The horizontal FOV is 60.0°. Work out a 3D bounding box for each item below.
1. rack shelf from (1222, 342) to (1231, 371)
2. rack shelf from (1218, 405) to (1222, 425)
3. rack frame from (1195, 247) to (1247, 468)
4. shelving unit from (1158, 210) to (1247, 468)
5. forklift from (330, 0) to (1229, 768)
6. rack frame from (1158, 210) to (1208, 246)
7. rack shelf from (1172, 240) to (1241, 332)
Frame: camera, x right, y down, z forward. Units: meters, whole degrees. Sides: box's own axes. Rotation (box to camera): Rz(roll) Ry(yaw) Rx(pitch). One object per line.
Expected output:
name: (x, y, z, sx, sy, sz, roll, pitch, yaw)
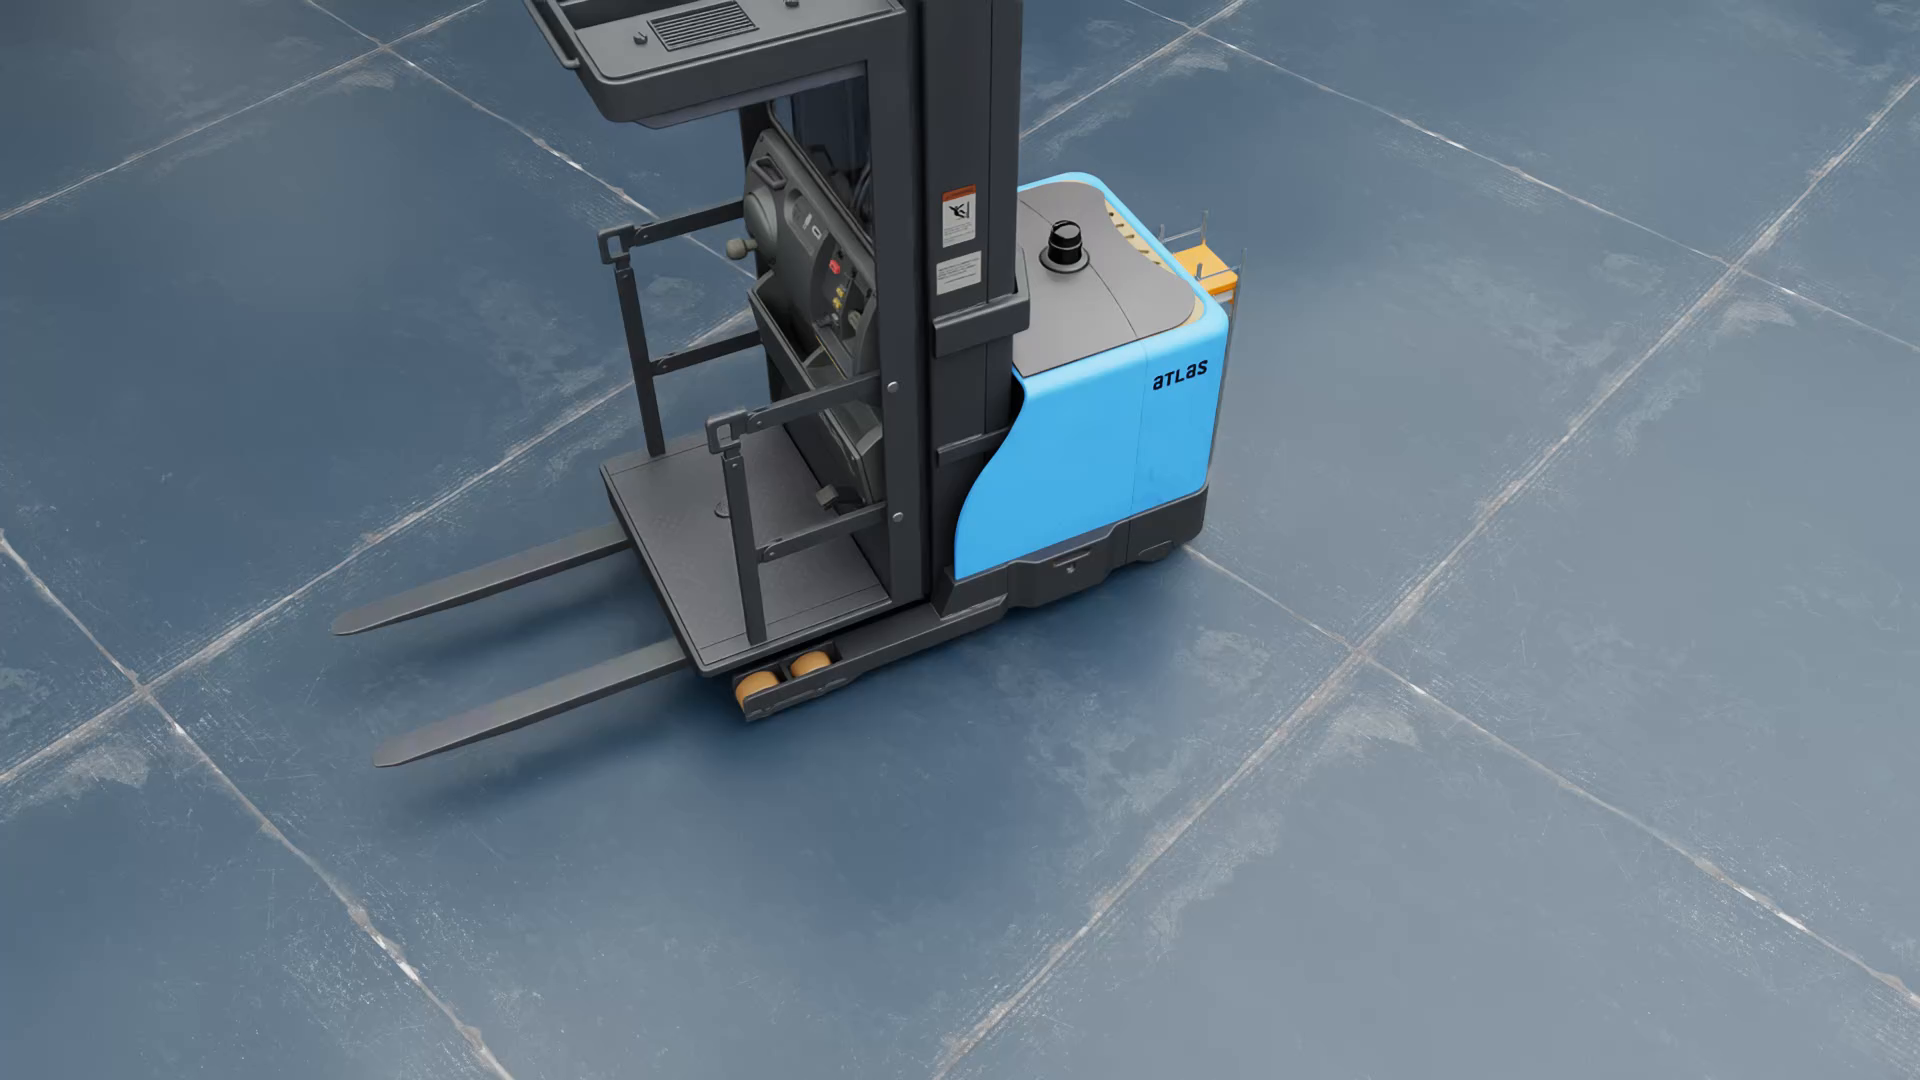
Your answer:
rack shelf: (0.844, -0.690, 6.191, 0.215, 0.259, 0.240, -20, 50, -19)
rack shelf: (0.841, -0.499, 6.392, 0.215, 0.259, 0.240, -20, 50, -19)
rack frame: (0.900, -0.618, 6.109, 0.200, 1.050, 0.008, -20, 50, -19)
shelving unit: (0.844, -0.697, 6.183, 0.215, 1.050, 0.252, -20, 50, -19)
forklift: (-0.647, -0.839, 5.027, 3.031, 2.935, 1.130, -20, 50, -18)
rack frame: (0.788, -0.776, 6.257, 0.200, 1.050, 0.008, -20, 50, -19)
rack shelf: (0.846, -0.885, 5.985, 0.215, 0.259, 0.240, -20, 50, -19)
